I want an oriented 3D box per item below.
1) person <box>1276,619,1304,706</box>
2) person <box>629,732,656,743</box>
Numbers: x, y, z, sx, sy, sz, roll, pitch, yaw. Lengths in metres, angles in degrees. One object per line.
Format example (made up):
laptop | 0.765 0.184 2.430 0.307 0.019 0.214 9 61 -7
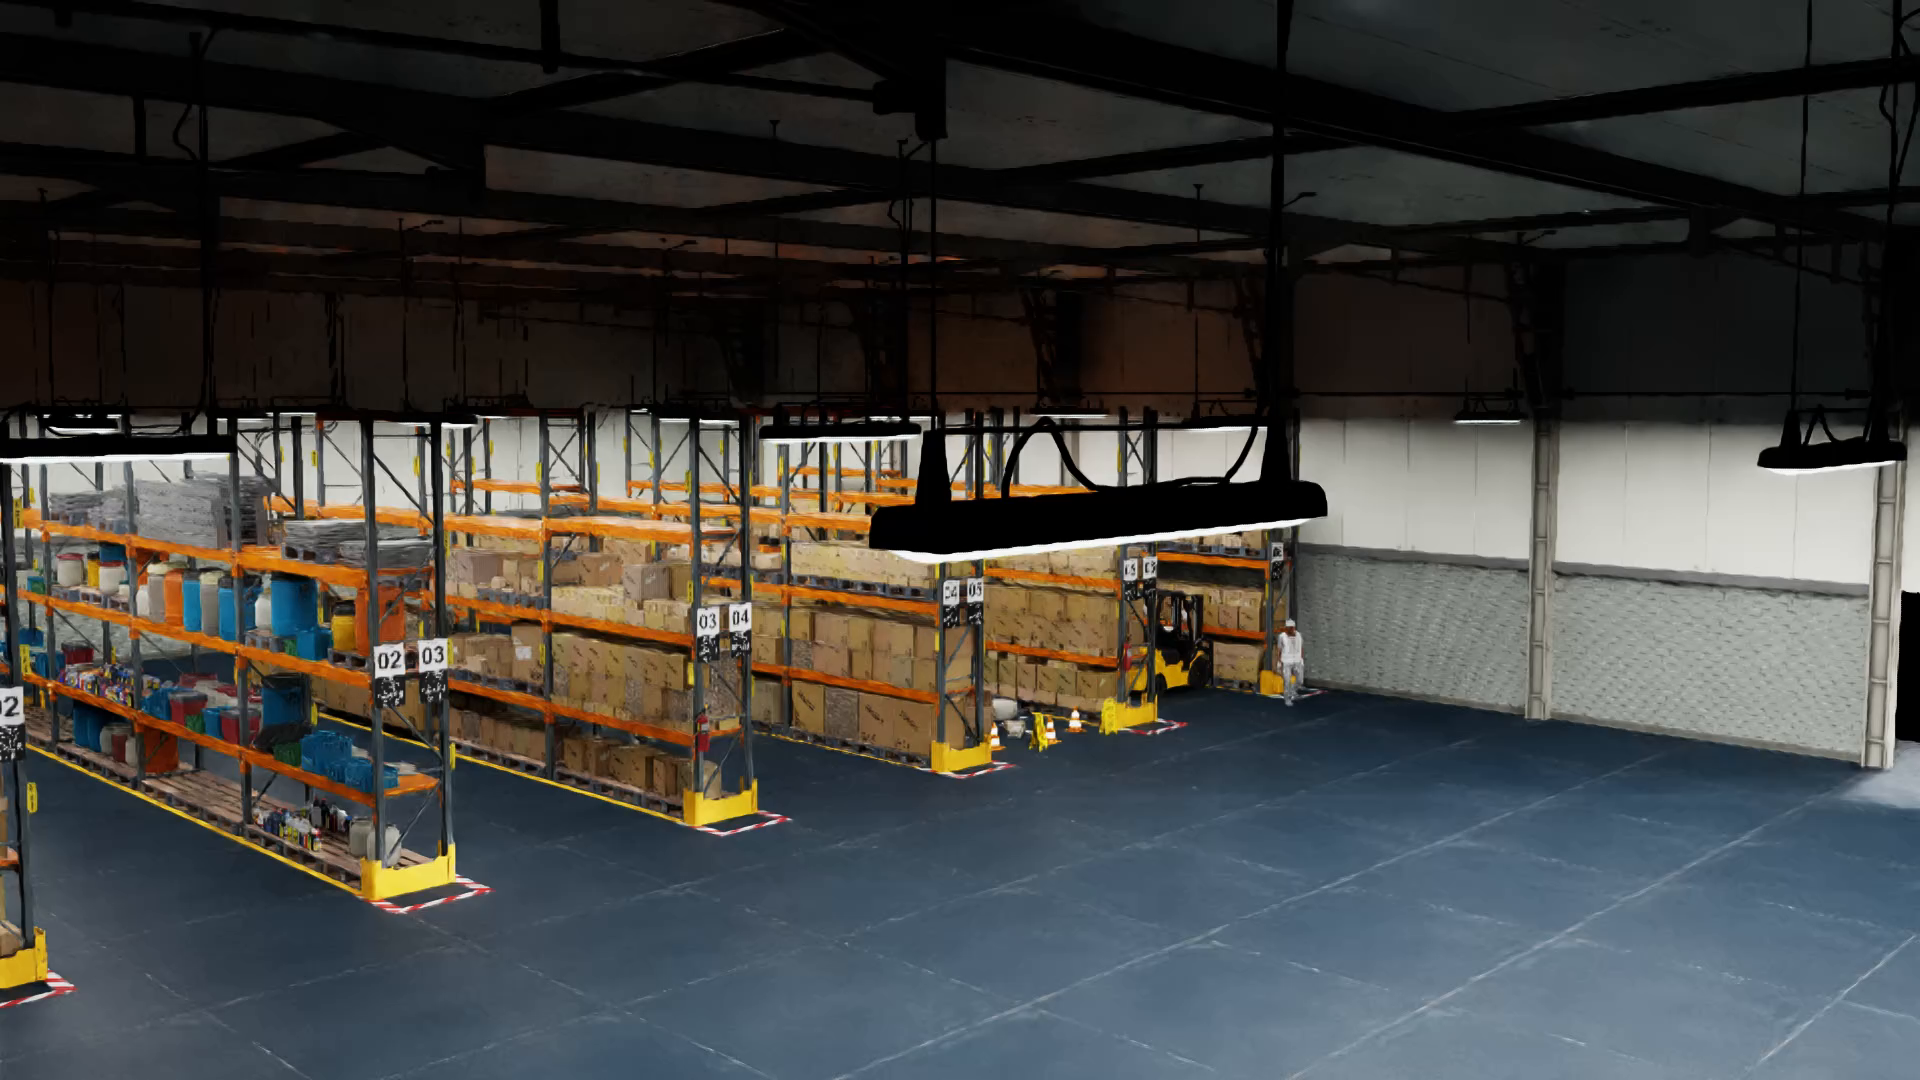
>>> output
person | 6.692 2.463 33.711 0.601 1.777 0.562 -1 5 -9
person | -5.701 2.813 30.143 0.542 1.715 0.682 5 7 43
